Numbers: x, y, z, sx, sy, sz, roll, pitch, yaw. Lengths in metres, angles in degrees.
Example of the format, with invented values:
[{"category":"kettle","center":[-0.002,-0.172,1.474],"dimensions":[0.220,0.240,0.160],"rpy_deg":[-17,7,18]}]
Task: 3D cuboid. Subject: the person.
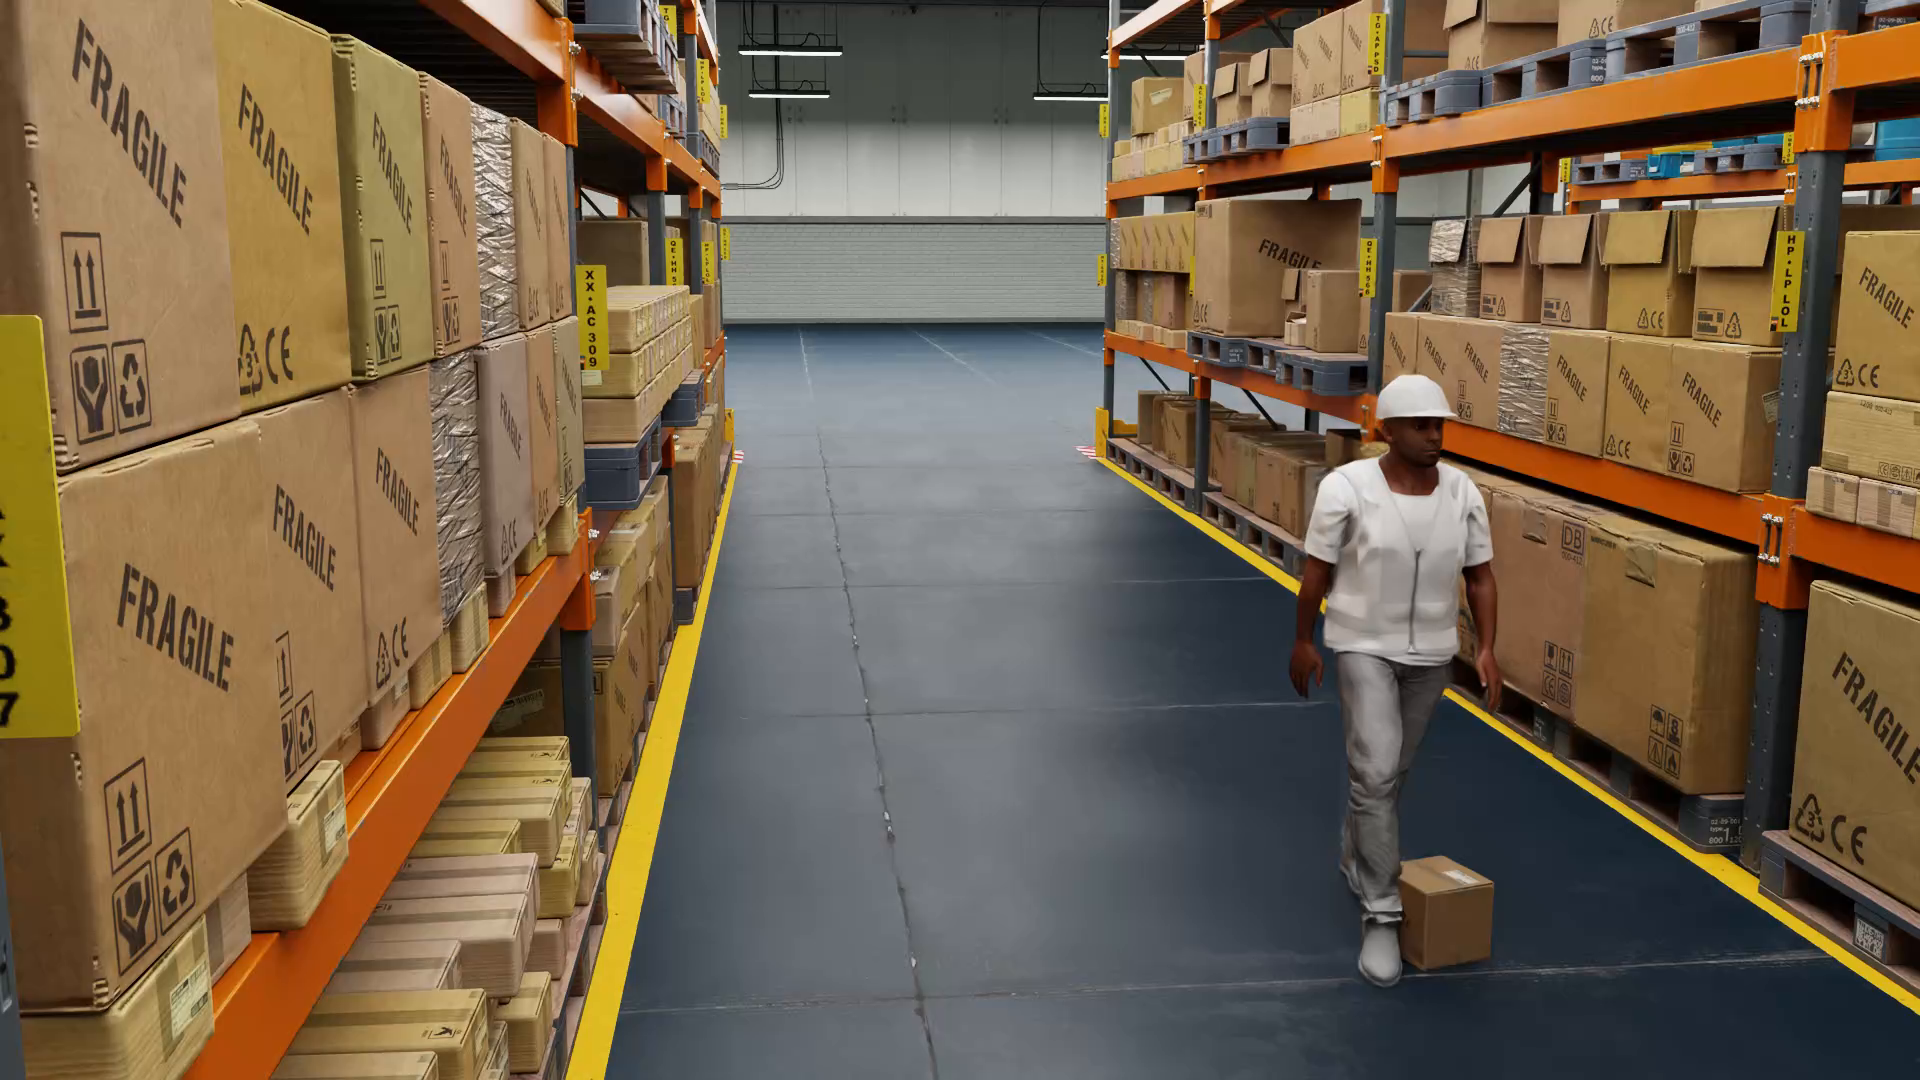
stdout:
[{"category":"person","center":[1.393,0.374,5.192],"dimensions":[0.592,1.773,0.834],"rpy_deg":[-2,10,-11]}]
